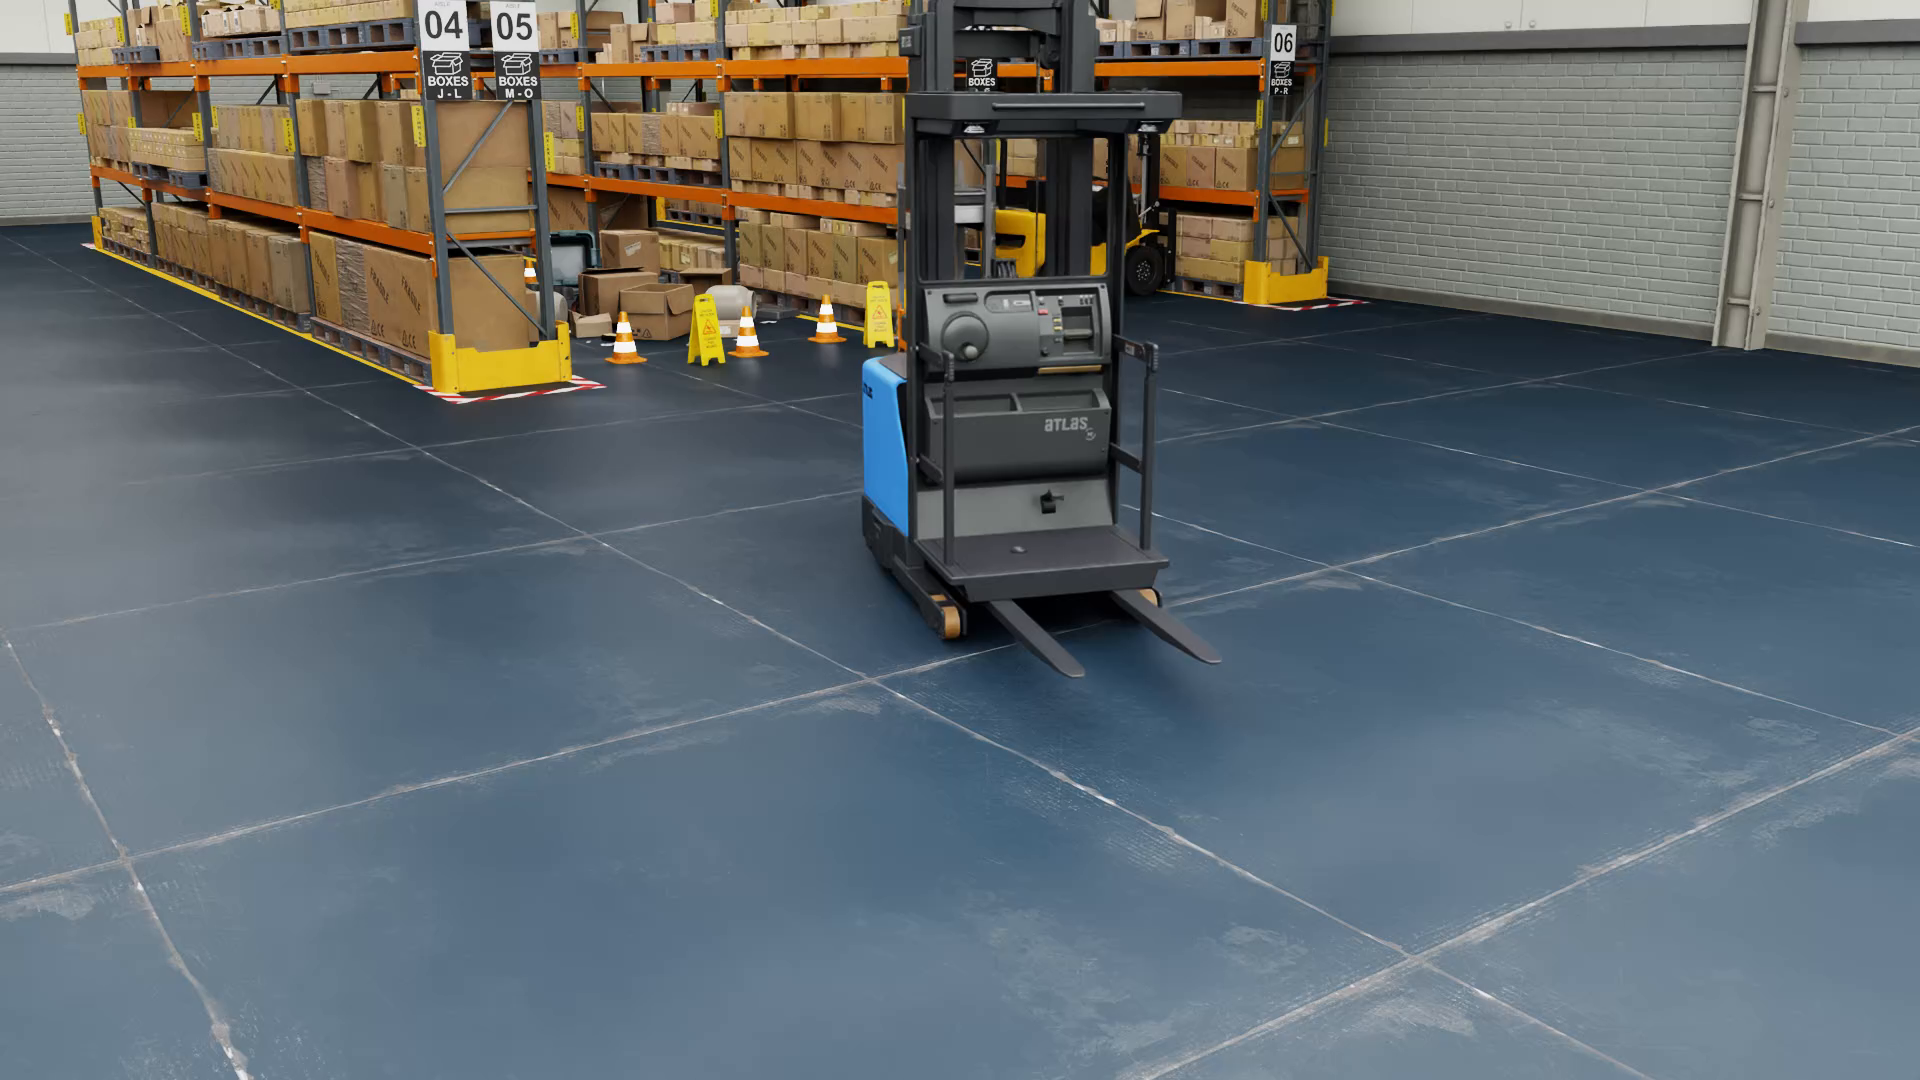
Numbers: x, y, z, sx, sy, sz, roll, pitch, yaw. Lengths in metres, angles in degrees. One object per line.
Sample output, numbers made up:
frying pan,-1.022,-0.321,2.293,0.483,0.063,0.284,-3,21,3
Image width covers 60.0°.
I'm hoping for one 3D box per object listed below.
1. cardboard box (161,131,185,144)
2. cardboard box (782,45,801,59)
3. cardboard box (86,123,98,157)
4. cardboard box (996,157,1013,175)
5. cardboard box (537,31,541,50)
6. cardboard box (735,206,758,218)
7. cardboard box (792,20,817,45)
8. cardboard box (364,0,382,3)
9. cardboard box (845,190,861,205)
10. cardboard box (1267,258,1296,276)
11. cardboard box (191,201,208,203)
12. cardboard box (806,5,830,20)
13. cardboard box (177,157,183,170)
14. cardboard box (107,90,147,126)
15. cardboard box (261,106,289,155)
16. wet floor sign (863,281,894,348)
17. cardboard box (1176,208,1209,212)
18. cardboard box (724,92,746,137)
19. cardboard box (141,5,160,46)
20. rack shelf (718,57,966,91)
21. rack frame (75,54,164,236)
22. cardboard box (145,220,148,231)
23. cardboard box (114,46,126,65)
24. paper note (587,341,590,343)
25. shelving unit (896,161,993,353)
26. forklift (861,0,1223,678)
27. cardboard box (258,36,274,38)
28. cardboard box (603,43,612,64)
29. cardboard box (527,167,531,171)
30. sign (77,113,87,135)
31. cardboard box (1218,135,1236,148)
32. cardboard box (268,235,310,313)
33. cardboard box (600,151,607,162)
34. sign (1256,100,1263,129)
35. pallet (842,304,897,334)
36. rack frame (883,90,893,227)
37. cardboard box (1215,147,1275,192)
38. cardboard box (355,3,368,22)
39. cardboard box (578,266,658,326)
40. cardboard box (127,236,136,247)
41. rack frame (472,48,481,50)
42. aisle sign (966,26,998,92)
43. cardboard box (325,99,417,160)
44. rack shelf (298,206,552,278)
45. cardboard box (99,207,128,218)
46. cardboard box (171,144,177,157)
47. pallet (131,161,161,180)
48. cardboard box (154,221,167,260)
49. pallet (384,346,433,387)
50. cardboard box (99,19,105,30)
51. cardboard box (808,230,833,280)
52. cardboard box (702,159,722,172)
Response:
cardboard box,-9.969,-5.145,21.245,0.380,0.149,0.250,-11,19,-35
cardboard box,-1.745,-5.392,18.389,0.380,0.149,0.250,-11,19,-36
cardboard box,-13.376,-6.286,26.107,0.500,0.500,0.500,-10,18,-32
cardboard box,0.788,-5.333,23.661,0.500,0.250,0.500,-11,19,-35
cardboard box,-5.861,-7.139,23.753,0.396,0.266,0.258,-11,19,-36
cardboard box,-3.883,-5.973,30.101,0.396,0.266,0.258,-10,18,-33
cardboard box,-1.486,-5.516,18.088,0.500,0.250,0.500,-11,19,-34
cardboard box,-4.817,-4.753,14.313,0.500,0.250,0.500,-11,19,-34
cardboard box,-1.006,-3.677,17.803,0.380,0.149,0.250,-10,18,-34
cardboard box,3.817,-3.389,20.689,0.500,0.250,0.500,-11,19,-34
cardboard box,-10.423,-4.617,23.283,0.500,0.250,0.500,-11,19,-36
cardboard box,-1.431,-5.665,17.875,0.380,0.149,0.250,-10,18,-33
cardboard box,-9.520,-4.693,20.721,0.380,0.149,0.250,-11,19,-35
cardboard box,-12.158,-6.332,24.382,0.500,0.500,0.500,-10,18,-33
cardboard box,-7.259,-4.523,18.337,0.700,0.500,0.500,-11,19,-34
wet floor sign,-0.819,-2.264,16.625,0.267,0.644,0.232,-4,16,-15
cardboard box,2.941,-4.193,21.733,0.500,0.250,0.500,-11,19,-36
cardboard box,-2.333,-5.006,19.539,0.700,0.500,0.500,-11,19,-35
cardboard box,-10.263,-6.727,21.800,0.797,0.503,0.637,-11,19,-35
rack shelf,-1.241,-5.133,18.328,1.077,0.370,4.000,-11,19,-35
rack frame,-13.417,-6.233,26.666,1.000,3.000,0.127,-11,19,-35
cardboard box,-11.485,-4.528,23.918,0.380,0.149,0.250,-10,18,-33
cardboard box,-11.572,-6.816,23.399,0.500,0.250,0.500,-10,18,-33
paper note,-3.782,-2.019,16.933,0.032,0.001,0.123,-2,15,-6
shelving unit,-0.093,-1.109,9.649,0.431,2.100,0.503,-5,16,-17
forklift,0.346,-1.054,7.875,1.130,2.935,3.031,-4,16,-16
cardboard box,-7.856,-6.002,19.326,0.500,0.311,0.500,-11,19,-35
cardboard box,-4.571,-6.548,22.391,0.396,0.266,0.258,-11,19,-35
cardboard box,-6.195,-5.631,24.751,0.500,0.250,0.500,-11,19,-35
sign,-13.856,-6.566,26.244,0.100,0.325,0.005,-11,19,-35
cardboard box,3.343,-4.819,20.082,0.380,0.149,0.250,-11,18,-34
cardboard box,-6.799,-2.906,17.979,1.050,0.750,0.750,-11,19,-35
cardboard box,-4.728,-5.297,22.929,0.380,0.149,0.250,-12,19,-38
sign,3.501,-4.969,19.406,0.100,0.325,0.005,-11,19,-35
pallet,-0.559,-2.456,18.150,1.003,0.211,1.213,-11,19,-35
rack frame,-0.756,-6.086,26.128,1.000,3.000,0.127,-11,19,-35
cardboard box,3.446,-4.490,20.109,0.500,0.500,0.500,-11,19,-36
cardboard box,-5.078,-4.628,14.613,0.380,0.149,0.250,-11,19,-35
cardboard box,-3.702,-2.648,18.040,0.797,0.637,0.503,-11,19,-35
cardboard box,-12.180,-4.458,24.786,0.380,0.149,0.250,-11,19,-35
rack frame,-7.121,-9.062,25.639,1.000,3.000,0.127,-11,19,-35
aisle sign,0.222,-4.895,16.853,0.394,0.787,0.004,-11,19,-35
cardboard box,-5.548,-3.943,15.972,0.875,0.550,0.550,-11,19,-35
rack shelf,-5.185,-2.896,15.838,1.077,0.370,4.000,-11,19,-35
cardboard box,-13.384,-5.182,26.307,0.380,0.149,0.250,-12,19,-37
cardboard box,-9.687,-4.897,20.901,0.380,0.149,0.250,-10,18,-33
pallet,-10.733,-5.100,22.892,1.003,0.211,1.213,-11,19,-35
cardboard box,-10.845,-4.176,23.093,0.500,0.500,0.500,-10,18,-32
pallet,-4.543,-1.630,15.131,1.003,0.211,1.213,-11,19,-35
cardboard box,-12.251,-7.483,24.134,0.380,0.149,0.250,-11,19,-35
cardboard box,-1.347,-3.194,18.558,0.500,0.500,0.500,-11,19,-36
cardboard box,-2.943,-4.609,20.412,0.380,0.149,0.250,-11,19,-34
